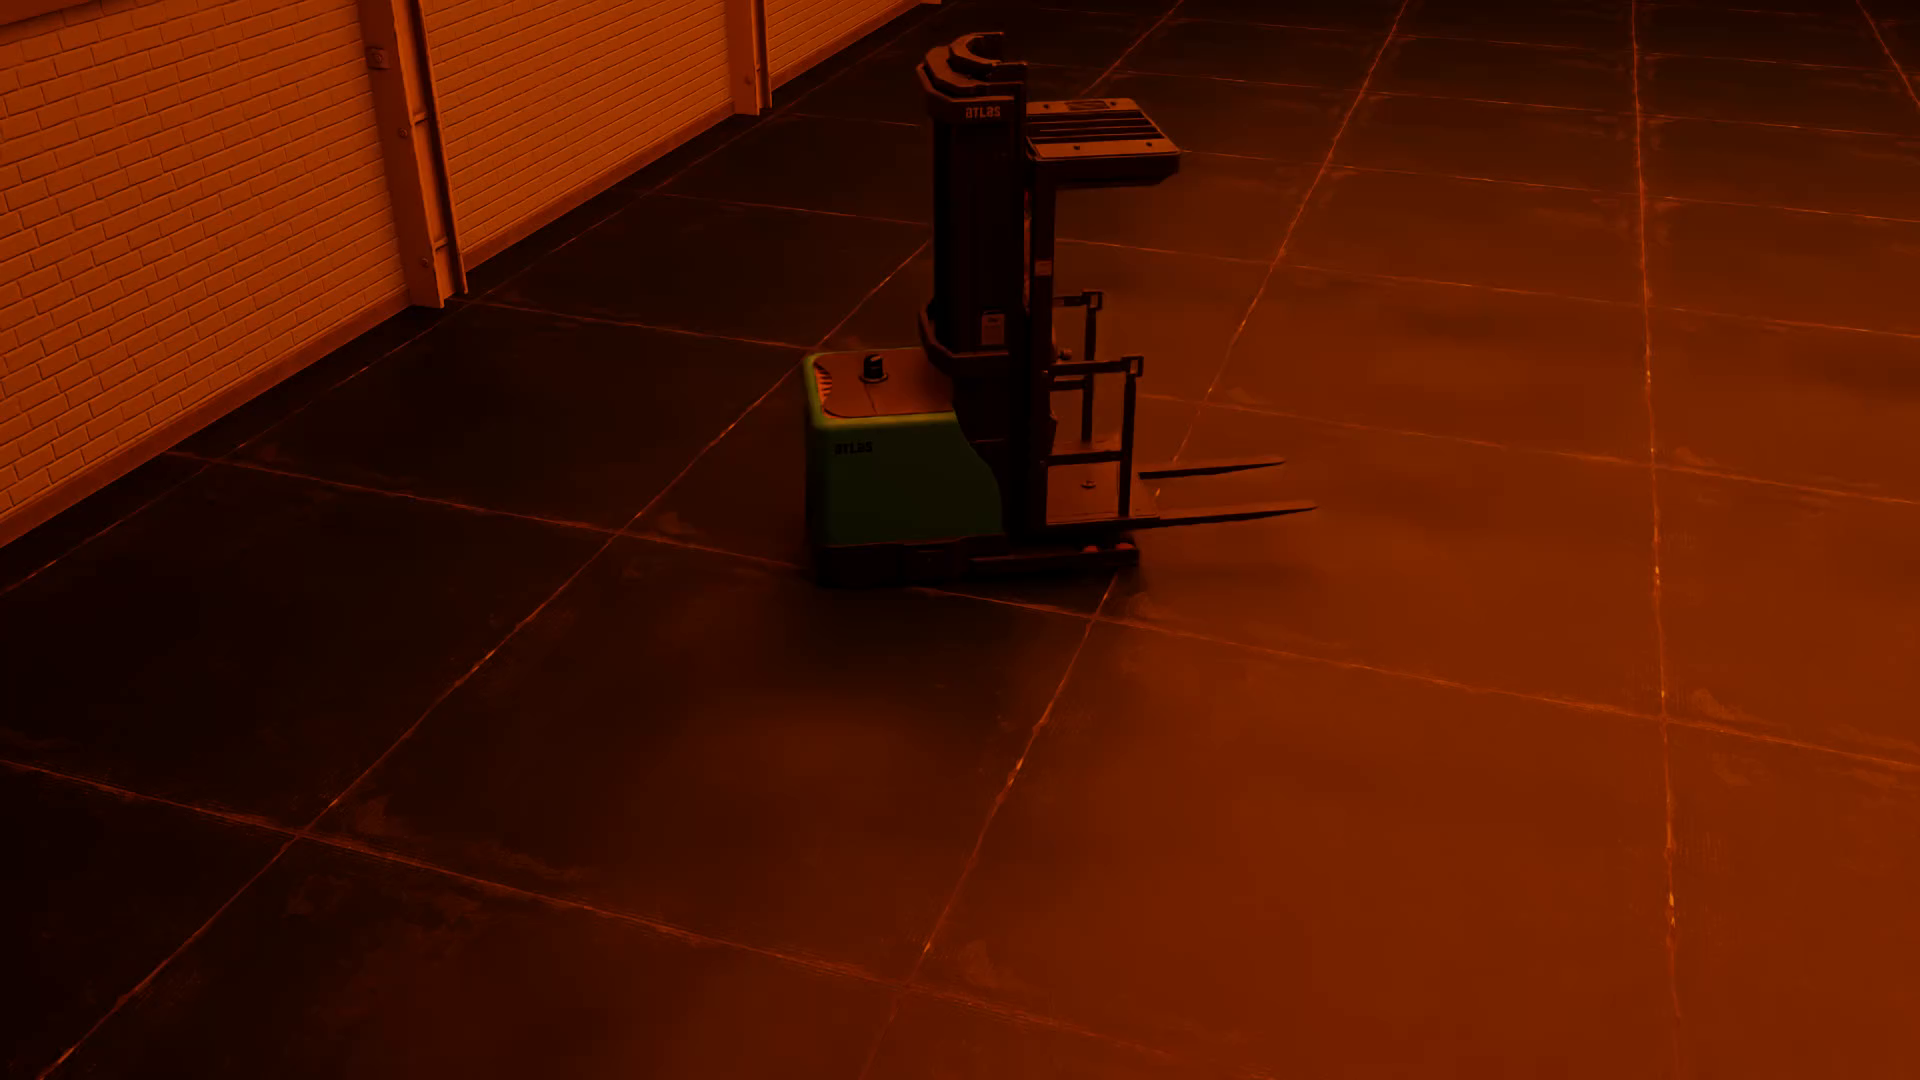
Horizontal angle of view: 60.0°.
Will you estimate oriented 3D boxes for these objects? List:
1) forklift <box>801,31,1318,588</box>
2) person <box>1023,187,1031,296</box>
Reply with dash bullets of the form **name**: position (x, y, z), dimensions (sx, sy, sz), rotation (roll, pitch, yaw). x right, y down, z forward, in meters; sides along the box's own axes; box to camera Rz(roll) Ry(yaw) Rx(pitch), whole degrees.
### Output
- **forklift**: position (0.608, -1.328, 9.466), dimensions (3.031, 2.935, 1.130), rotation (-4, 30, -8)
- **person**: position (0.334, -2.359, 12.492), dimensions (0.587, 1.725, 0.397), rotation (3, 30, 5)
